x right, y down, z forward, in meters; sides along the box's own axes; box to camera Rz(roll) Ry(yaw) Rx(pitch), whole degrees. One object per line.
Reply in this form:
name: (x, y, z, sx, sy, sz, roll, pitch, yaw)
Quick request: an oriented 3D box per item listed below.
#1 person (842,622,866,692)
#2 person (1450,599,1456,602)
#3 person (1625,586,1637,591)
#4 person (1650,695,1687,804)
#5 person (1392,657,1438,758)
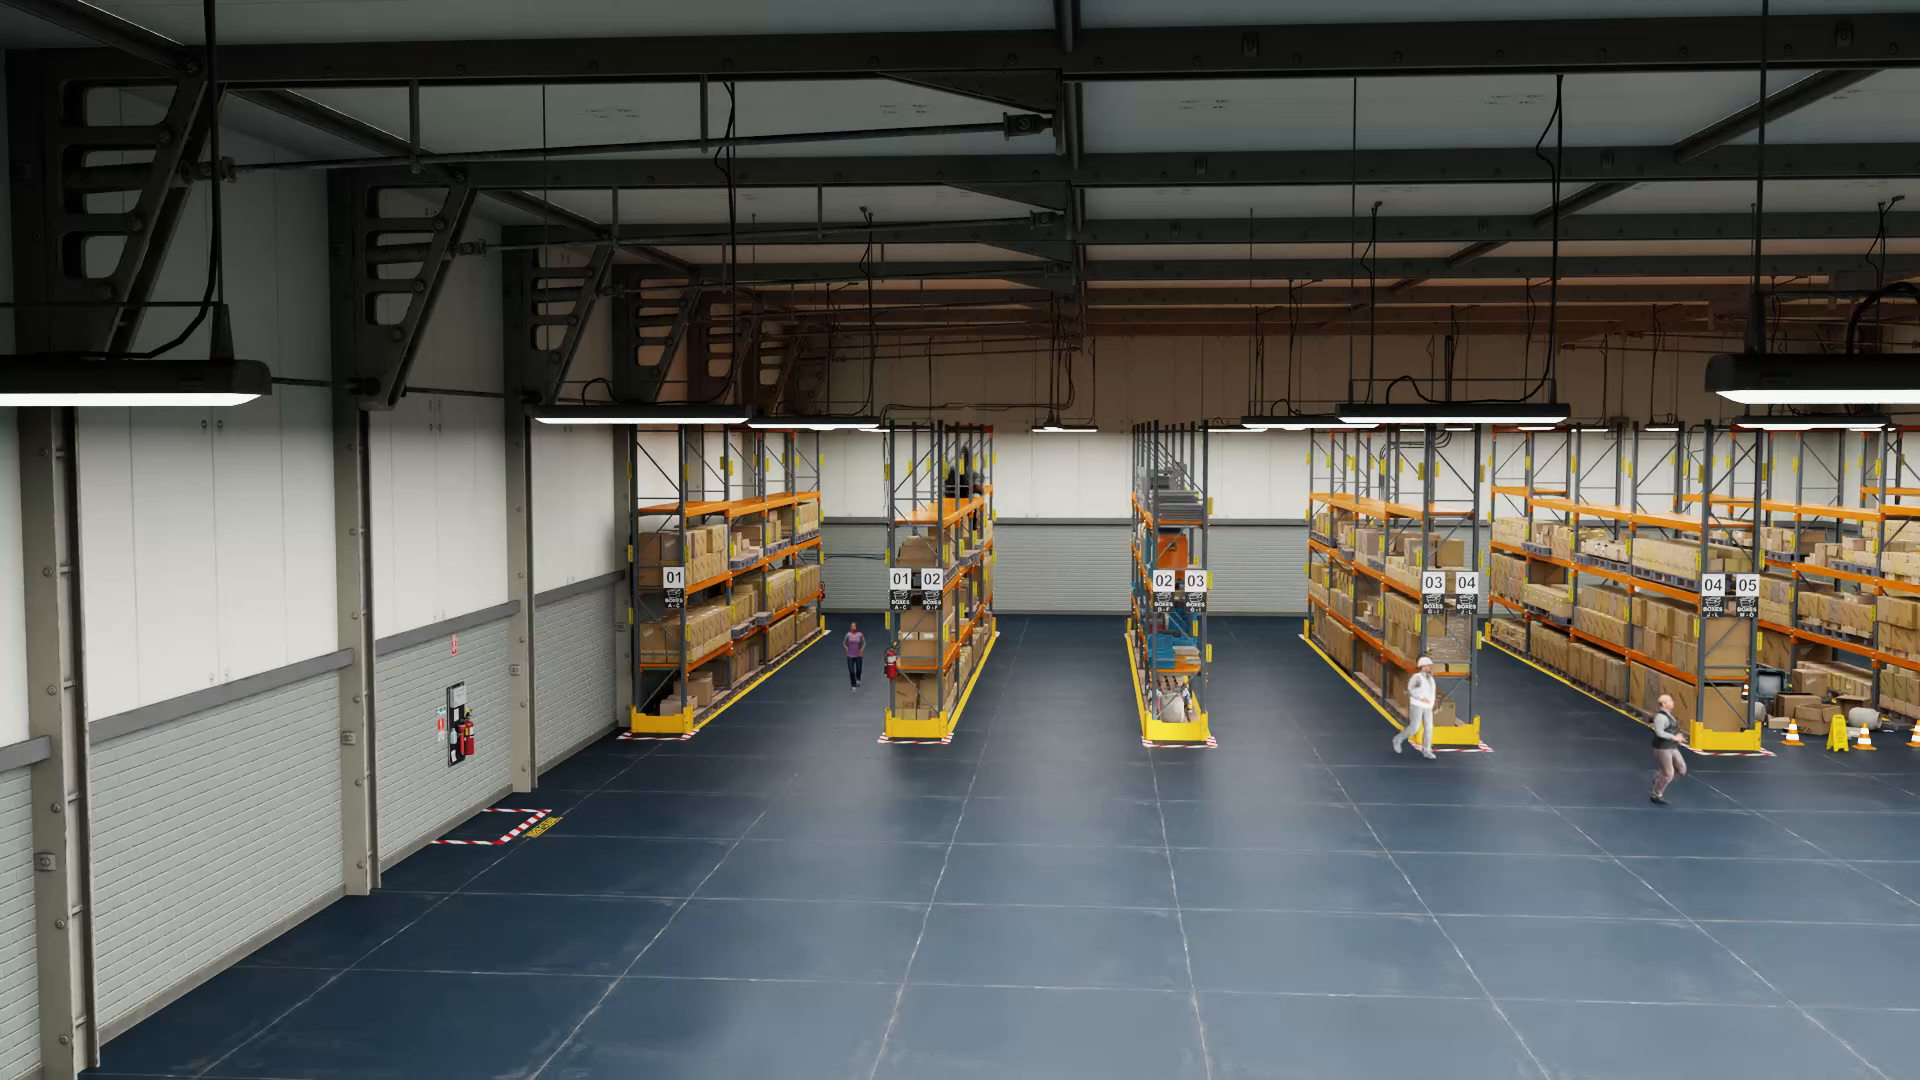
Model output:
person: (-2.351, 2.647, 37.000, 0.529, 1.462, 0.549, 0, 4, -3)
person: (13.281, 2.079, 44.643, 0.634, 1.638, 0.648, 1, 4, 14)
person: (19.130, 1.853, 47.259, 0.860, 1.786, 0.713, 1, 4, 10)
person: (10.989, 3.243, 25.782, 0.555, 1.690, 0.708, 3, 5, 37)
person: (8.247, 2.960, 29.615, 0.728, 1.745, 0.890, -2, 4, -34)
